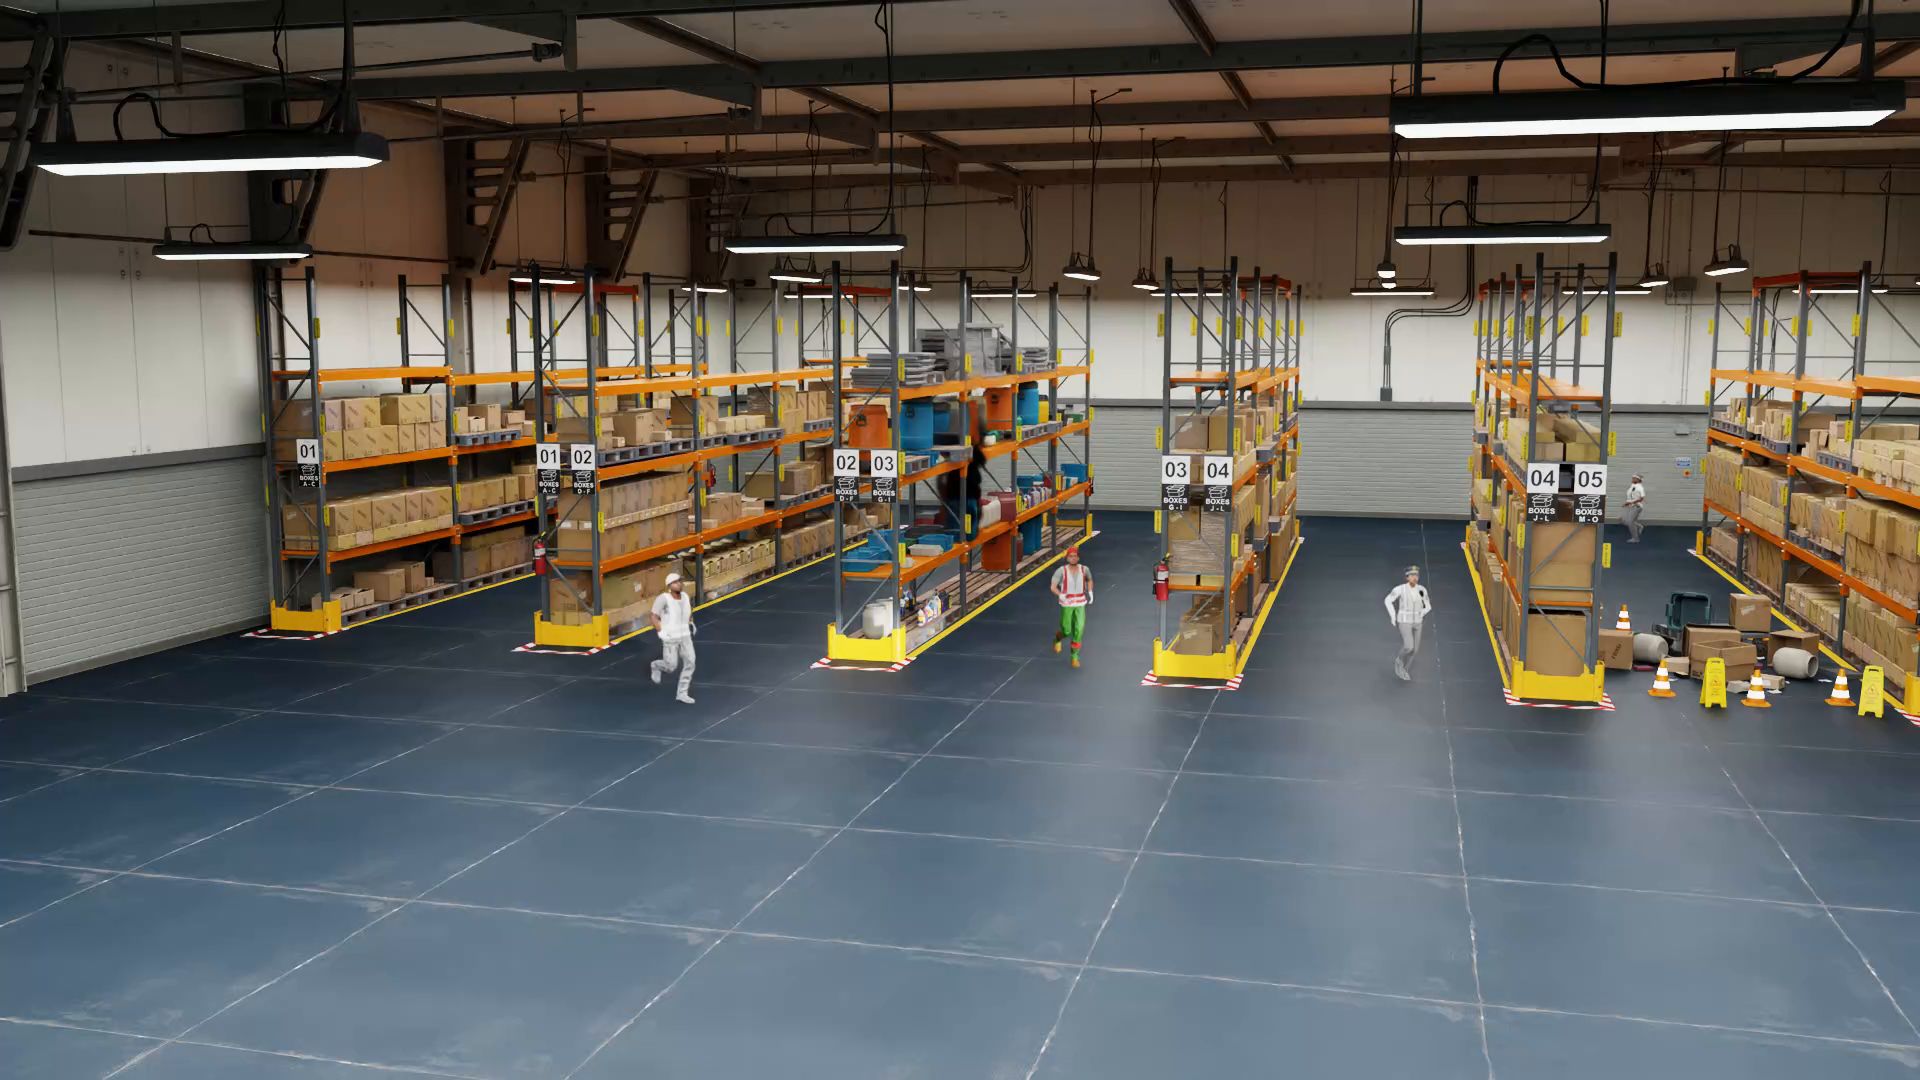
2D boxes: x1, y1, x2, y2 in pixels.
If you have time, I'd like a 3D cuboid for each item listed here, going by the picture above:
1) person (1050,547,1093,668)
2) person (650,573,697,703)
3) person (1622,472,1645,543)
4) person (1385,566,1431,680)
[{"bbox_3d":[1.681,0.982,24.950,0.669,1.778,0.837,-1,7,-11],"label":"person"},{"bbox_3d":[-3.882,1.310,22.517,0.675,1.741,0.769,-7,10,-43],"label":"person"},{"bbox_3d":[15.853,-0.769,39.099,0.558,1.657,0.574,0,7,-3],"label":"person"},{"bbox_3d":[6.397,1.186,23.598,0.592,1.663,0.589,-1,7,-8],"label":"person"}]
